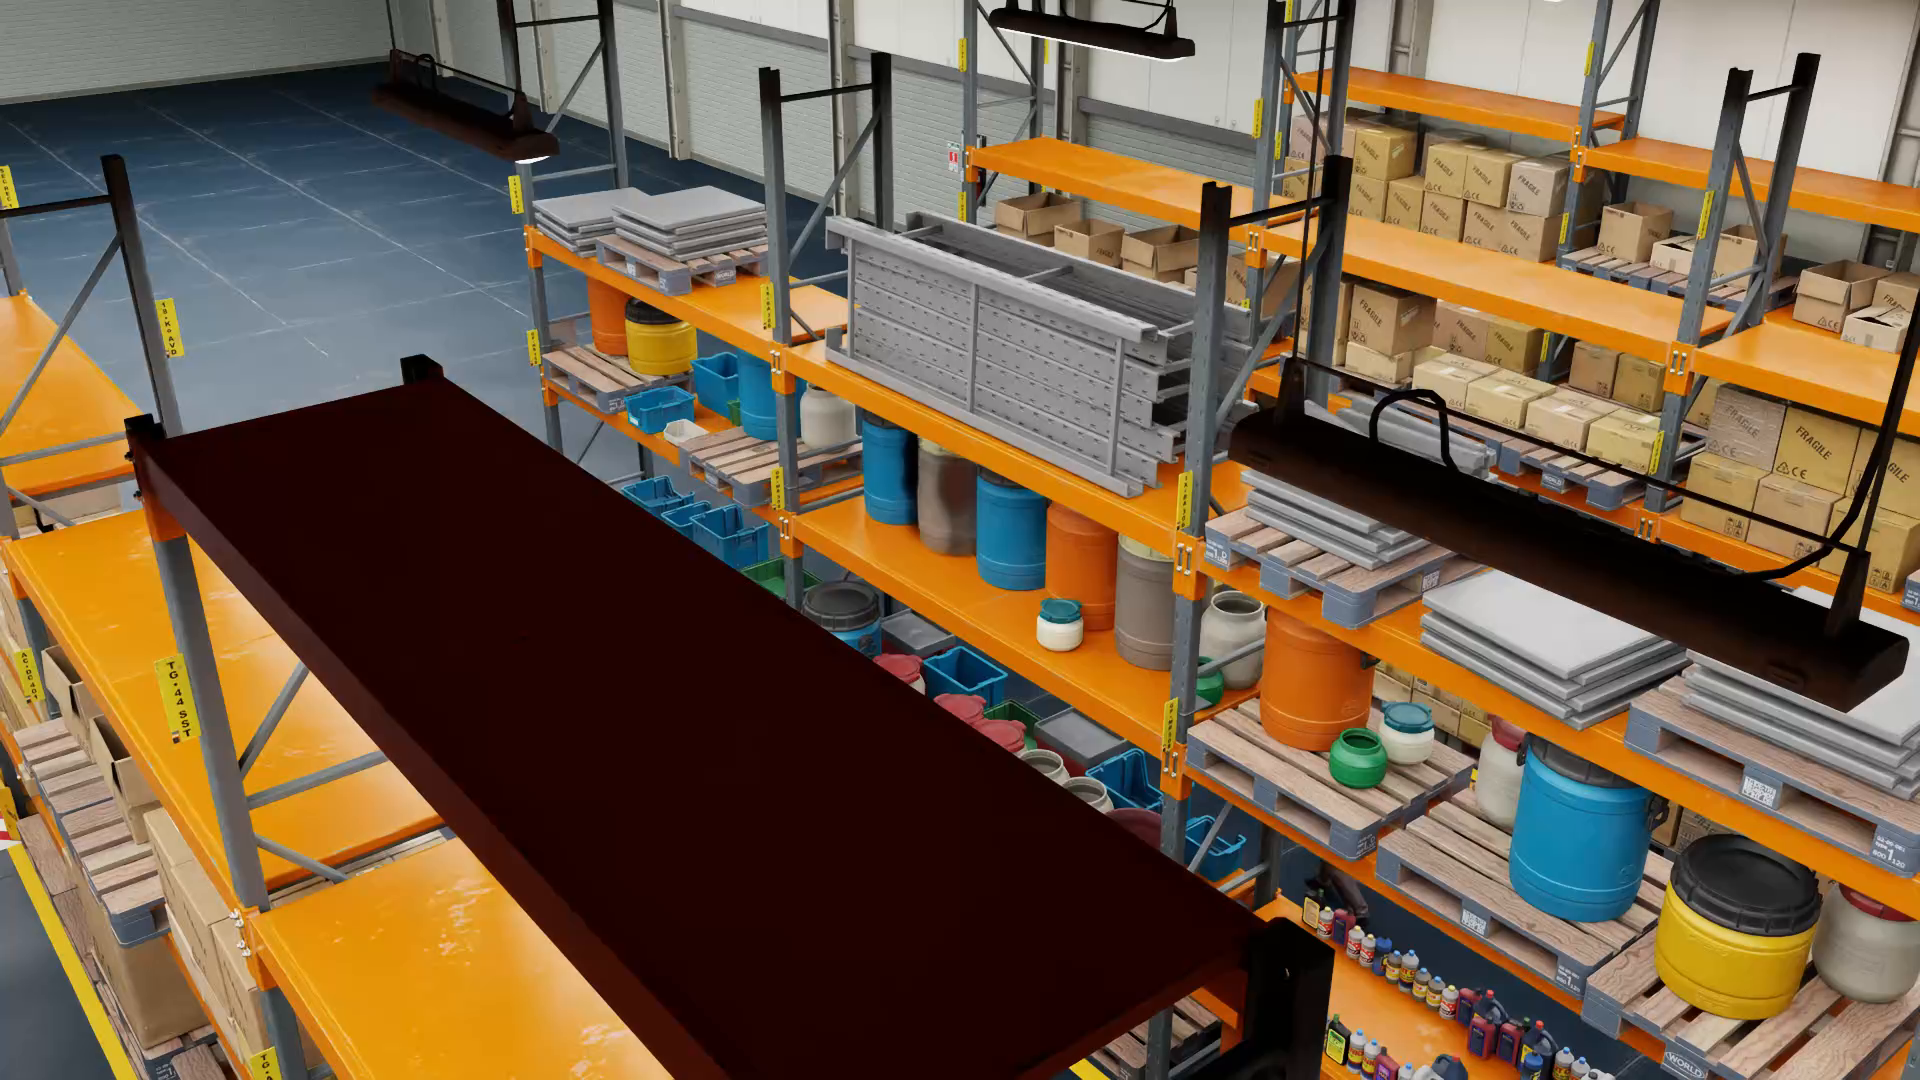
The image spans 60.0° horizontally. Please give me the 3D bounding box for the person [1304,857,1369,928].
[{"bbox_3d":[2.814,2.021,12.144,0.695,1.762,0.824,-15,30,-29],"label":"person"}]
